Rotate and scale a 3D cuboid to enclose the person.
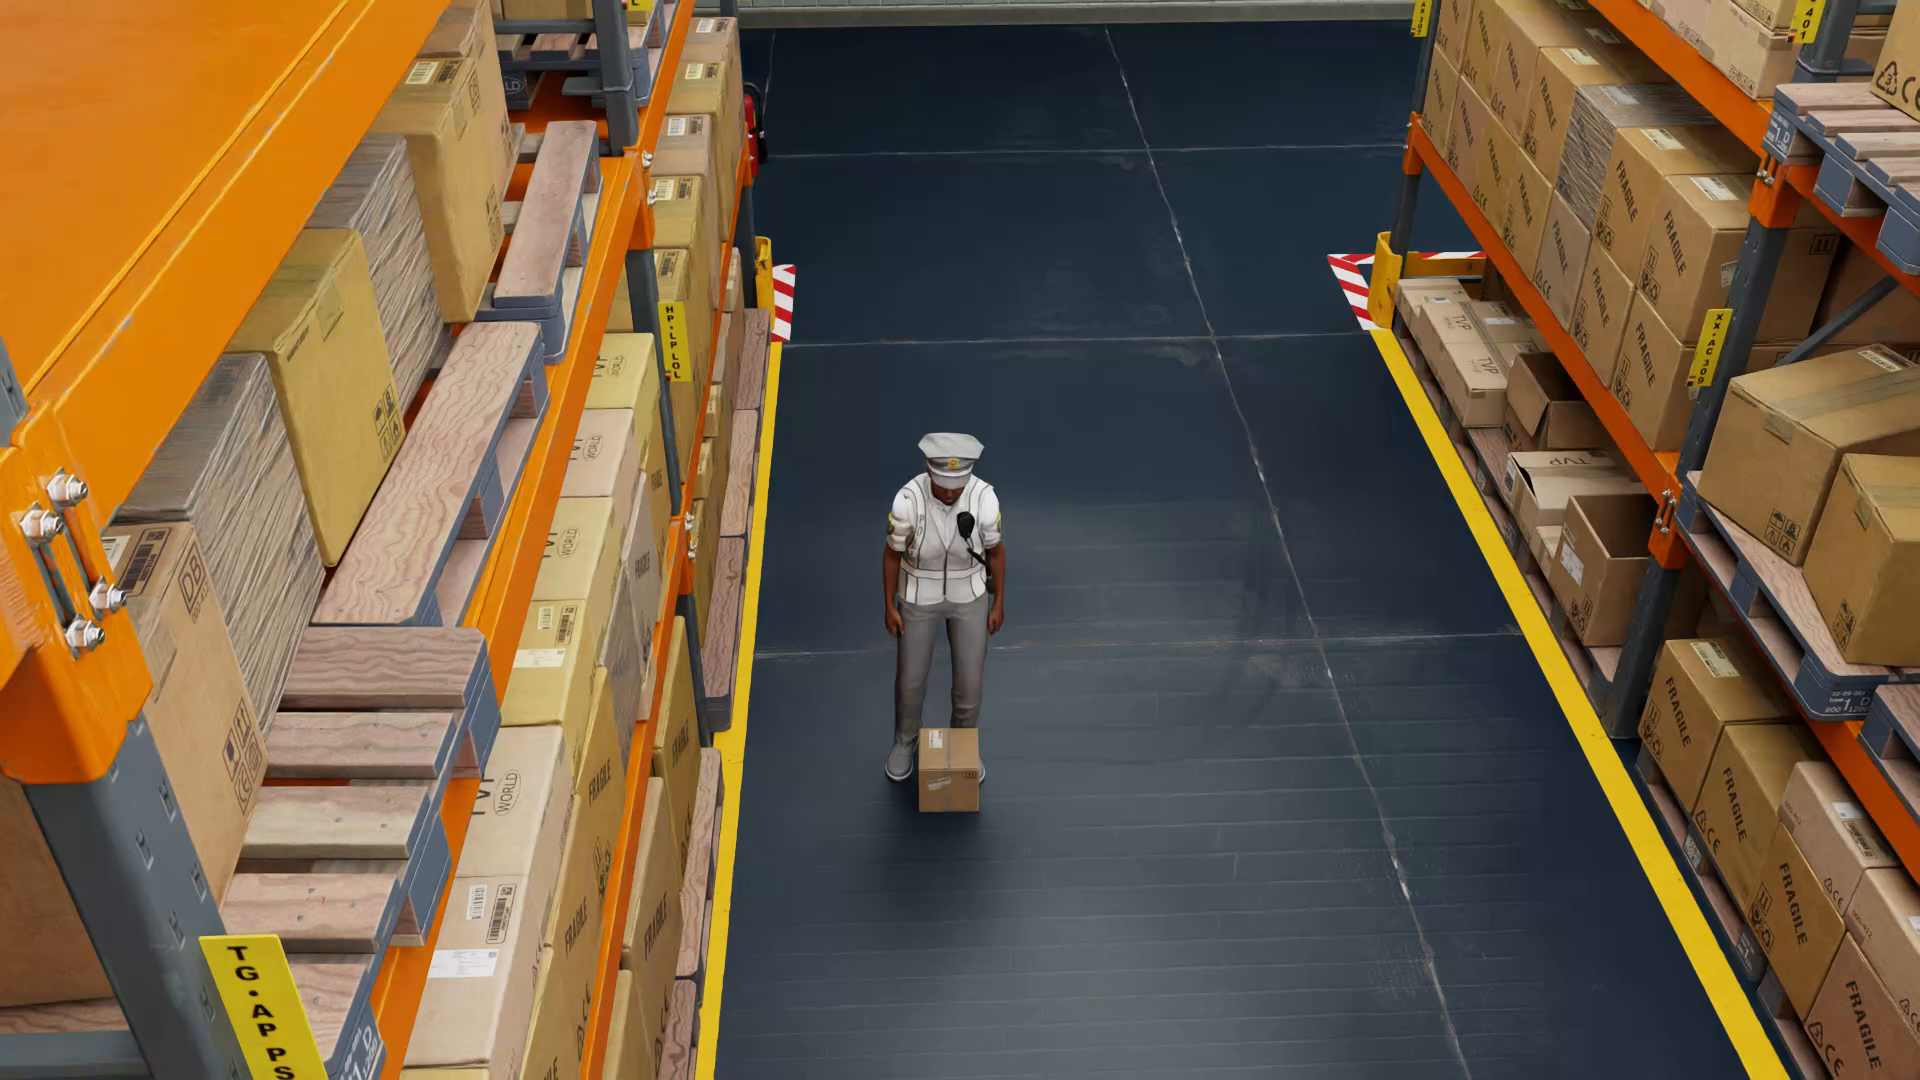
[{"bbox_3d":[-0.070,0.271,6.767,0.514,1.657,0.405,-2,35,-3],"label":"person"}]
